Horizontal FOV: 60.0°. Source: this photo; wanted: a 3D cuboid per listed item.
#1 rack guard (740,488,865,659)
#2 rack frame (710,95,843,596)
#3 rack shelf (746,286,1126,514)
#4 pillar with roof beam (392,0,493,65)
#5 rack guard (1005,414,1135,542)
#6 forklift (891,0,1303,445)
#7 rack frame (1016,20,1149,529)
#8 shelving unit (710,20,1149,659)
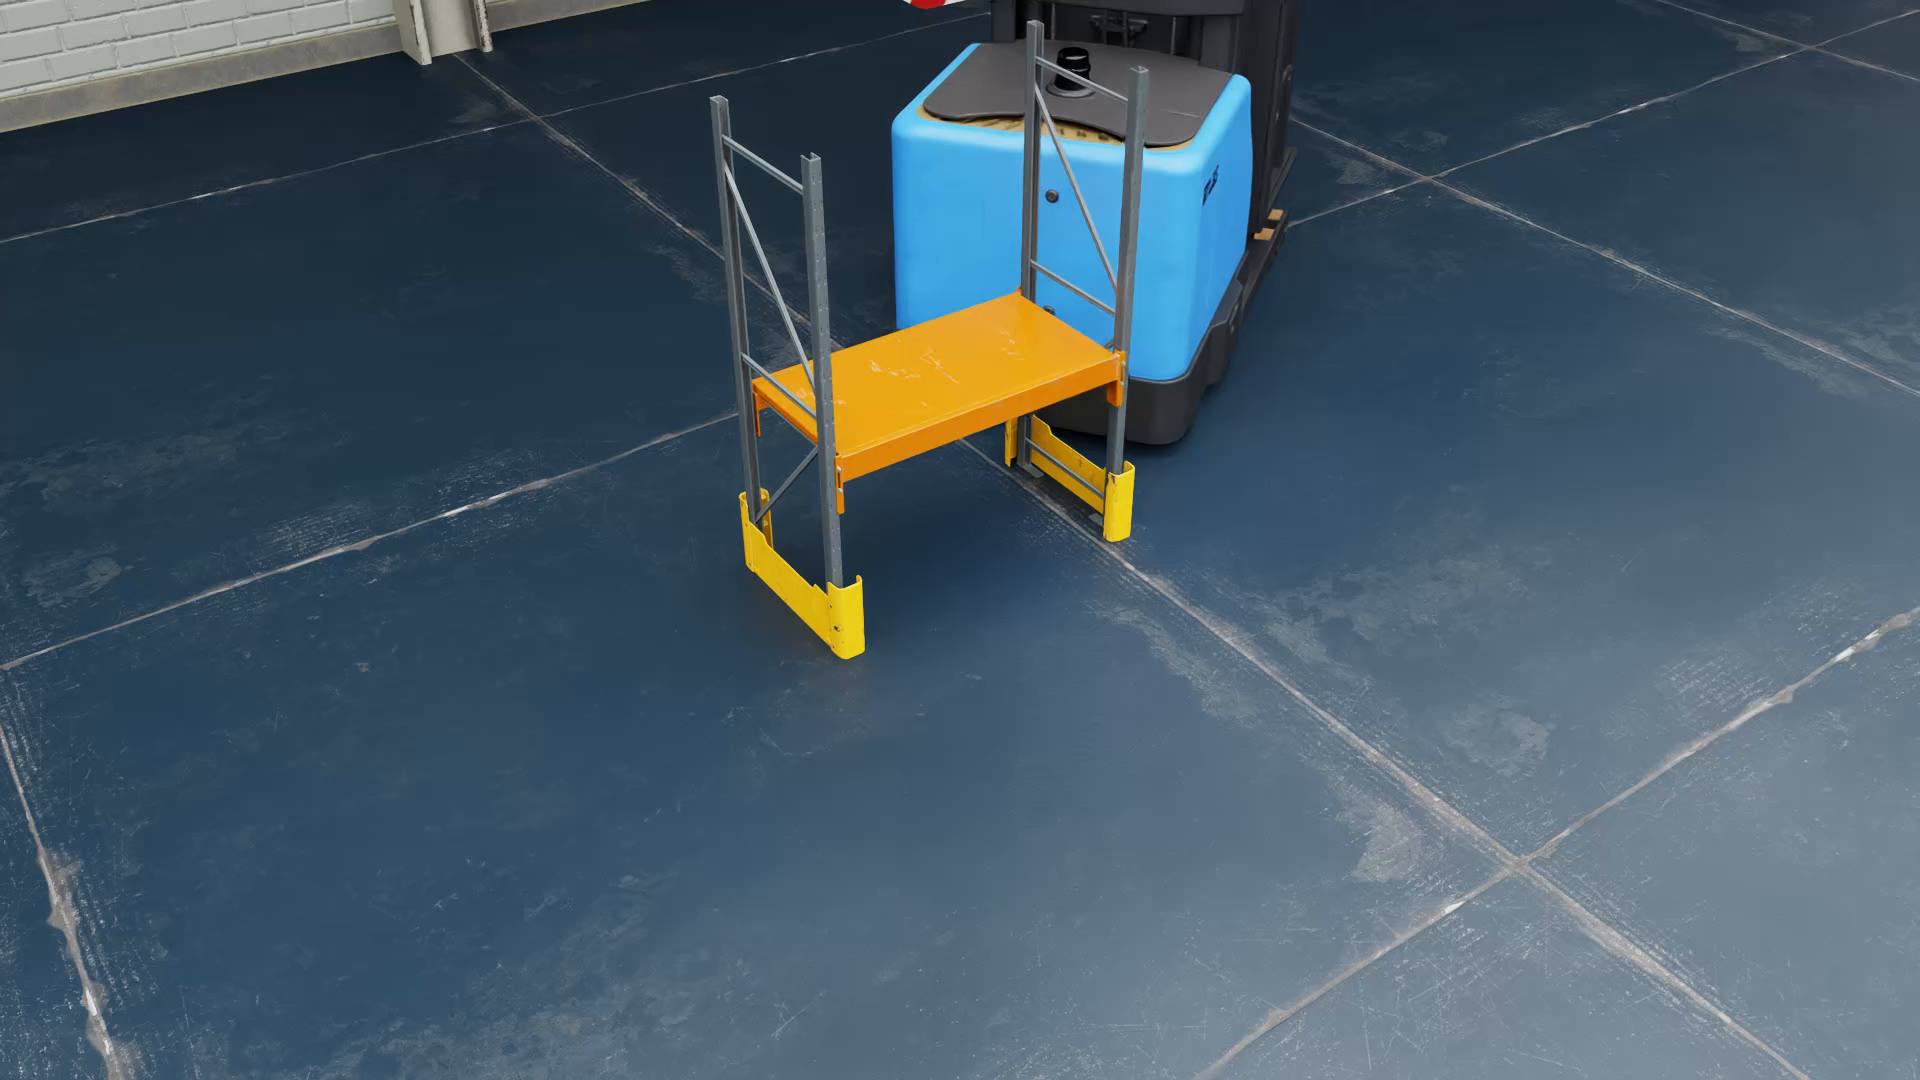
[{"bbox_3d":[-0.469,0.092,4.908,0.087,0.250,0.587,-22,41,-28],"label":"rack guard"},{"bbox_3d":[-0.485,-0.409,4.534,0.032,1.500,0.500,-22,41,-28],"label":"rack frame"},{"bbox_3d":[-0.070,-0.434,4.877,1.000,0.185,0.538,-22,41,-28],"label":"rack shelf"},{"bbox_3d":[-0.264,-4.225,3.417,0.400,9.000,9.100,-22,41,-28],"label":"pillar with roof beam"},{"bbox_3d":[0.345,-0.243,5.374,0.087,0.250,0.587,-22,41,-28],"label":"rack guard"},{"bbox_3d":[0.735,-2.368,6.032,1.130,2.935,3.031,12,37,16],"label":"forklift"},{"bbox_3d":[0.346,-0.751,5.010,0.032,1.500,0.500,-22,41,-28],"label":"rack frame"},{"bbox_3d":[-0.062,-0.583,4.776,1.083,1.500,0.587,-22,41,-28],"label":"shelving unit"}]
